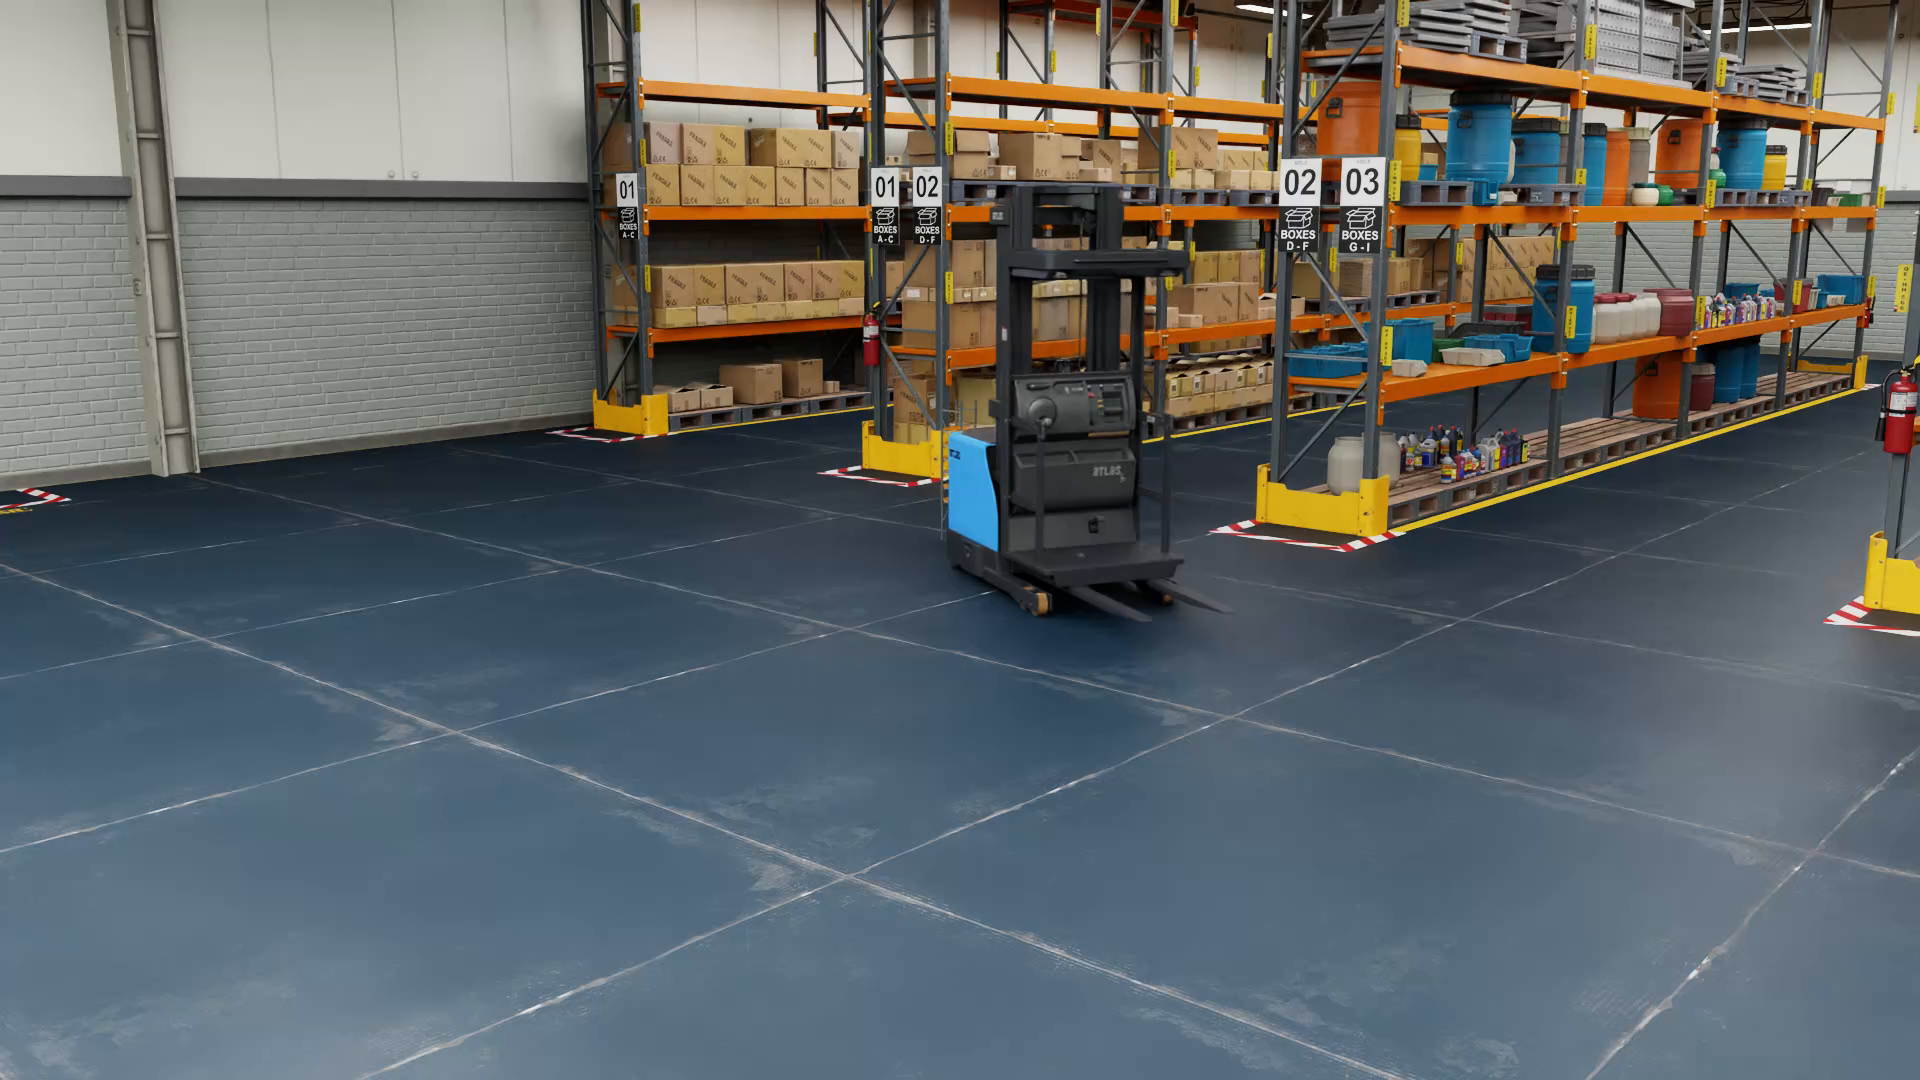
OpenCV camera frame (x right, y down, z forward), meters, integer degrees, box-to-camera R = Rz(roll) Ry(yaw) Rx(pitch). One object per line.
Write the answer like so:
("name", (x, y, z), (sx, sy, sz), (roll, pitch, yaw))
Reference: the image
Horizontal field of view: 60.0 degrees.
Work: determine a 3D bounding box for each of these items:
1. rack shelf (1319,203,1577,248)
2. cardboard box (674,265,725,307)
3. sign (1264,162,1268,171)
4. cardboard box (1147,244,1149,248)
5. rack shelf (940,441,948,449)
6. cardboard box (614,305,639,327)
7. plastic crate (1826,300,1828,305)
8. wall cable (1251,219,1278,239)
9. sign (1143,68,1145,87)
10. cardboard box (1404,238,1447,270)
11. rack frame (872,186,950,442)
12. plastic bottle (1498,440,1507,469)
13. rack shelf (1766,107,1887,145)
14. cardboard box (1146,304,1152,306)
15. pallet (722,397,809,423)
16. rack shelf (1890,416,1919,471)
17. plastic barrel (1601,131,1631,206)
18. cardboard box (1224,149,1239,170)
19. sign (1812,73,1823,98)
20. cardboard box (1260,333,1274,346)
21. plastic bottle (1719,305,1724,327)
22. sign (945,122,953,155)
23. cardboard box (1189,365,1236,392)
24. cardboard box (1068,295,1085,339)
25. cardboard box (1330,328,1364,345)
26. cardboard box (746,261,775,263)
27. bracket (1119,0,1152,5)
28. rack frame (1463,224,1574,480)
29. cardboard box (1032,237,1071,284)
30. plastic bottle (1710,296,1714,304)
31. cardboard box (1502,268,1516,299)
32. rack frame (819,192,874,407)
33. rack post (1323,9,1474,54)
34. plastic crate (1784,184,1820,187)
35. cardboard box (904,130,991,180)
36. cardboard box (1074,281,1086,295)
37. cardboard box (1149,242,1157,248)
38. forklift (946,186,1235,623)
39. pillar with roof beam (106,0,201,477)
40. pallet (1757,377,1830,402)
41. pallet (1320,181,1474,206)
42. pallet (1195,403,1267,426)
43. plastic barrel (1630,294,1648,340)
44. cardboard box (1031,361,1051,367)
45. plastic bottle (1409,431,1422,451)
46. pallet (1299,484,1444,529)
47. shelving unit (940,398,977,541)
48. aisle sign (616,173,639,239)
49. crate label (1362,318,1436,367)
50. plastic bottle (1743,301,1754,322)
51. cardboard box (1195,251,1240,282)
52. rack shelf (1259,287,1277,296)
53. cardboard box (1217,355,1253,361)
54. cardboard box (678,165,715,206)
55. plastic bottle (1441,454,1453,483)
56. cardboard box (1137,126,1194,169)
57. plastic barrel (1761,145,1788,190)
("rack shelf", (4.515, -2.988, 15.694), (1.077, 0.370, 4.000), (10, 15, 40))
("cardboard box", (-3.372, -3.264, 21.311), (0.500, 0.500, 0.500), (10, 15, 41))
("sign", (4.351, -5.189, 23.554), (0.100, 0.325, 0.005), (10, 15, 40))
("cardboard box", (2.877, -4.944, 28.326), (0.500, 0.250, 0.500), (10, 15, 41))
("rack shelf", (-0.010, -0.778, 14.045), (0.258, 0.103, 0.180), (10, 15, 40))
("cardboard box", (-4.084, -2.887, 21.339), (0.500, 0.250, 0.500), (10, 15, 41))
("plastic crate", (12.805, -3.556, 24.877), (0.298, 0.136, 0.250), (10, 15, 40))
("wall cable", (6.450, -6.020, 34.099), (0.084, 1.984, 1.851), (10, 15, 40))
("sign", (3.274, -8.175, 29.379), (0.100, 0.325, 0.005), (10, 15, 40))
("cardboard box", (7.537, -4.630, 26.925), (0.500, 0.500, 0.500), (10, 15, 41))
("rack frame", (-0.523, -2.217, 17.653), (1.000, 3.000, 0.127), (10, 15, 40))
("plastic bottle", (5.424, -0.859, 16.664), (0.133, 0.283, 0.061), (-11, 16, -44))
("rack shelf", (12.436, -6.029, 24.278), (1.077, 0.370, 4.000), (10, 15, 40))
("cardboard box", (2.559, -2.893, 21.379), (0.396, 0.266, 0.258), (9, 15, 39))
("pallet", (-2.828, -1.794, 22.656), (1.003, 0.211, 1.213), (10, 15, 40))
("rack shelf", (8.236, -0.877, 12.781), (1.077, 0.370, 4.000), (10, 15, 40))
("plastic barrel", (7.339, -4.246, 19.055), (0.600, 0.830, 0.708), (10, 15, 40))
("cardboard box", (4.690, -6.788, 30.019), (0.500, 0.500, 0.500), (9, 15, 39))
("sign", (11.528, -6.110, 22.359), (0.100, 0.325, 0.005), (10, 15, 40))
("cardboard box", (5.598, -4.002, 31.897), (0.700, 0.500, 0.500), (10, 15, 40))
("plastic bottle", (9.647, -2.847, 21.136), (0.097, 0.271, 0.097), (0, 11, 0))
("sign", (-0.110, -4.083, 16.902), (0.100, 0.325, 0.005), (10, 15, 40))
("cardboard box", (3.252, -2.116, 21.663), (0.500, 0.311, 0.500), (9, 14, 38))
("cardboard box", (1.151, -2.637, 19.499), (0.700, 0.500, 0.500), (10, 15, 41))
("cardboard box", (5.905, -3.080, 25.316), (0.500, 0.250, 0.500), (9, 15, 39))
("cardboard box", (-2.751, -3.559, 22.789), (0.500, 0.500, 0.500), (10, 15, 42))
("bracket", (1.767, -9.056, 27.386), (0.076, 0.066, 4.783), (10, 15, 40))
("rack frame", (5.835, -2.165, 17.390), (1.000, 3.000, 0.127), (10, 15, 40))
("cardboard box", (0.835, -3.203, 19.022), (0.700, 0.500, 0.500), (10, 15, 40))
("plastic bottle", (10.466, -3.266, 23.202), (0.061, 0.283, 0.133), (10, 15, 40))
("cardboard box", (8.941, -4.295, 27.803), (0.500, 0.500, 0.500), (9, 15, 40))
("rack frame", (-1.606, -3.445, 23.803), (1.000, 3.000, 0.127), (10, 15, 40))
("rack post", (3.790, -4.368, 14.380), (0.954, 0.300, 0.937), (-10, 15, -41))
("plastic crate", (12.542, -5.181, 24.994), (0.504, 0.338, 0.767), (10, 15, 40))
("cardboard box", (-0.141, -4.097, 17.715), (0.637, 0.503, 0.797), (-11, 16, -44))
("cardboard box", (1.259, -2.918, 19.253), (0.380, 0.149, 0.250), (10, 15, 42))
("cardboard box", (3.213, -5.019, 28.702), (0.500, 0.250, 0.500), (10, 15, 42))
("forklift", (0.910, -1.003, 11.749), (1.130, 2.935, 3.031), (-4, 12, -21))
("pillar with roof beam", (-5.161, -4.574, 14.138), (9.100, 9.000, 0.400), (10, 15, 40))
("pallet", (12.378, -2.268, 25.026), (1.003, 0.211, 1.213), (10, 15, 40))
("pallet", (3.815, -3.063, 14.715), (1.003, 0.211, 1.213), (10, 15, 40))
("pallet", (3.379, -1.732, 22.343), (1.003, 0.211, 1.213), (10, 15, 40))
("plastic barrel", (7.679, -2.567, 19.119), (0.421, 0.512, 0.421), (0, 11, 0))
("cardboard box", (0.916, -1.856, 19.878), (0.500, 0.500, 0.500), (10, 15, 40))
("plastic bottle", (4.586, -0.926, 16.828), (0.144, 0.351, 0.185), (10, 15, 40))
("pallet", (3.750, -0.345, 15.398), (1.003, 0.211, 1.213), (10, 15, 40))
("shelving unit", (-0.010, -0.586, 14.083), (0.258, 1.200, 0.189), (10, 15, 40))
("aisle sign", (-4.069, -4.082, 20.355), (0.394, 0.787, 0.004), (10, 15, 40))
("crate label", (4.207, -1.899, 15.971), (0.502, 0.435, 0.616), (10, 15, 40))
("plastic bottle", (10.436, -3.033, 22.056), (0.152, 0.276, 0.135), (10, 15, 40))
("cardboard box", (4.531, -4.954, 30.590), (0.980, 0.700, 0.700), (9, 15, 39))
("rack shelf", (4.995, -4.564, 31.240), (1.077, 0.370, 4.000), (10, 15, 40))
("cardboard box", (3.851, -2.409, 23.131), (0.500, 0.311, 0.500), (9, 15, 39))
("cardboard box", (-3.457, -4.478, 21.008), (0.500, 0.500, 0.500), (-11, 16, -44))
("plastic bottle", (4.626, -0.680, 15.802), (0.097, 0.271, 0.097), (0, 11, 0))
("cardboard box", (2.554, -4.862, 20.635), (0.500, 0.500, 0.500), (10, 15, 41))
("plastic barrel", (10.666, -4.950, 22.126), (0.600, 0.588, 0.600), (0, 11, 0))
